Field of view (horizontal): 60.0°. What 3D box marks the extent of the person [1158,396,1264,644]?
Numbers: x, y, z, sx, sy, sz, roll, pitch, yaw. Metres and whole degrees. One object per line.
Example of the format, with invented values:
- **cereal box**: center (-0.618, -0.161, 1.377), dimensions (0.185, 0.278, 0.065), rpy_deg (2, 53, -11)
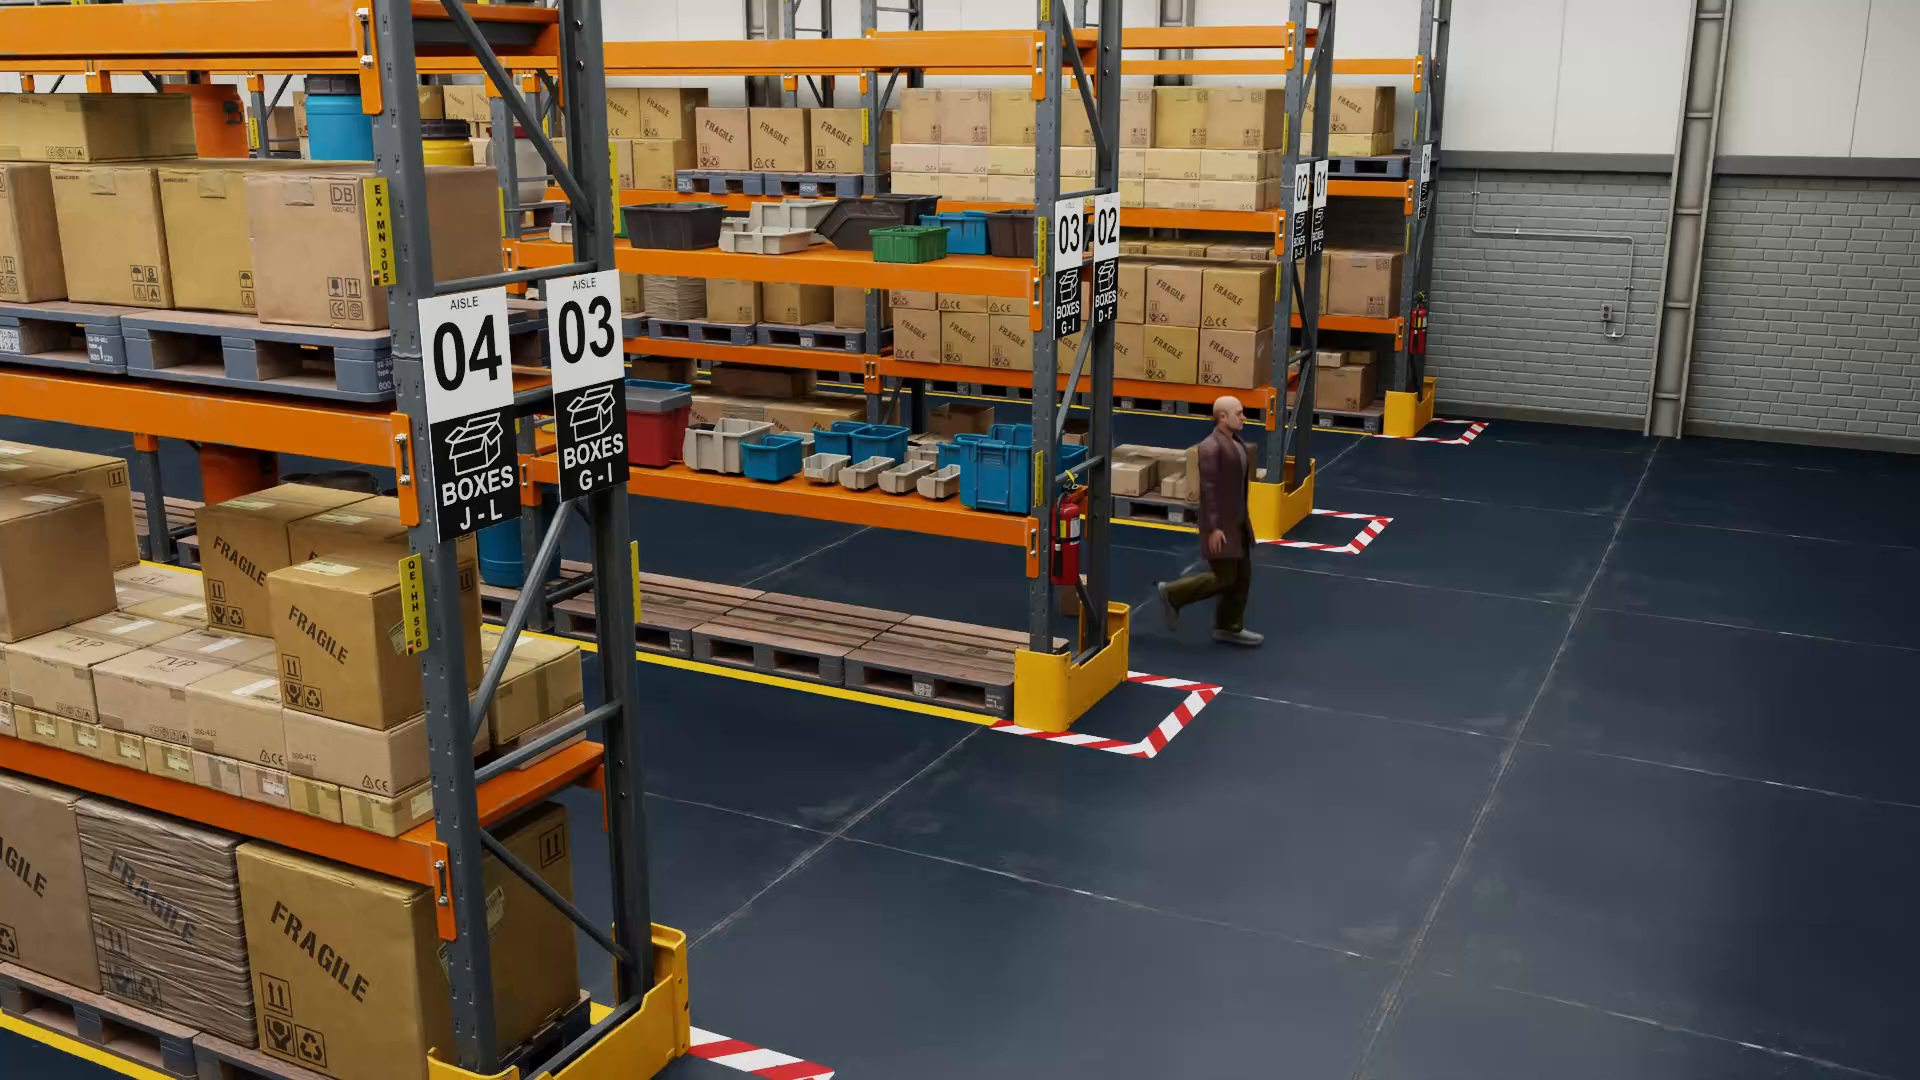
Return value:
- **person**: center (1.787, -0.137, 11.600), dimensions (0.715, 1.762, 0.621), rpy_deg (10, 18, 31)
